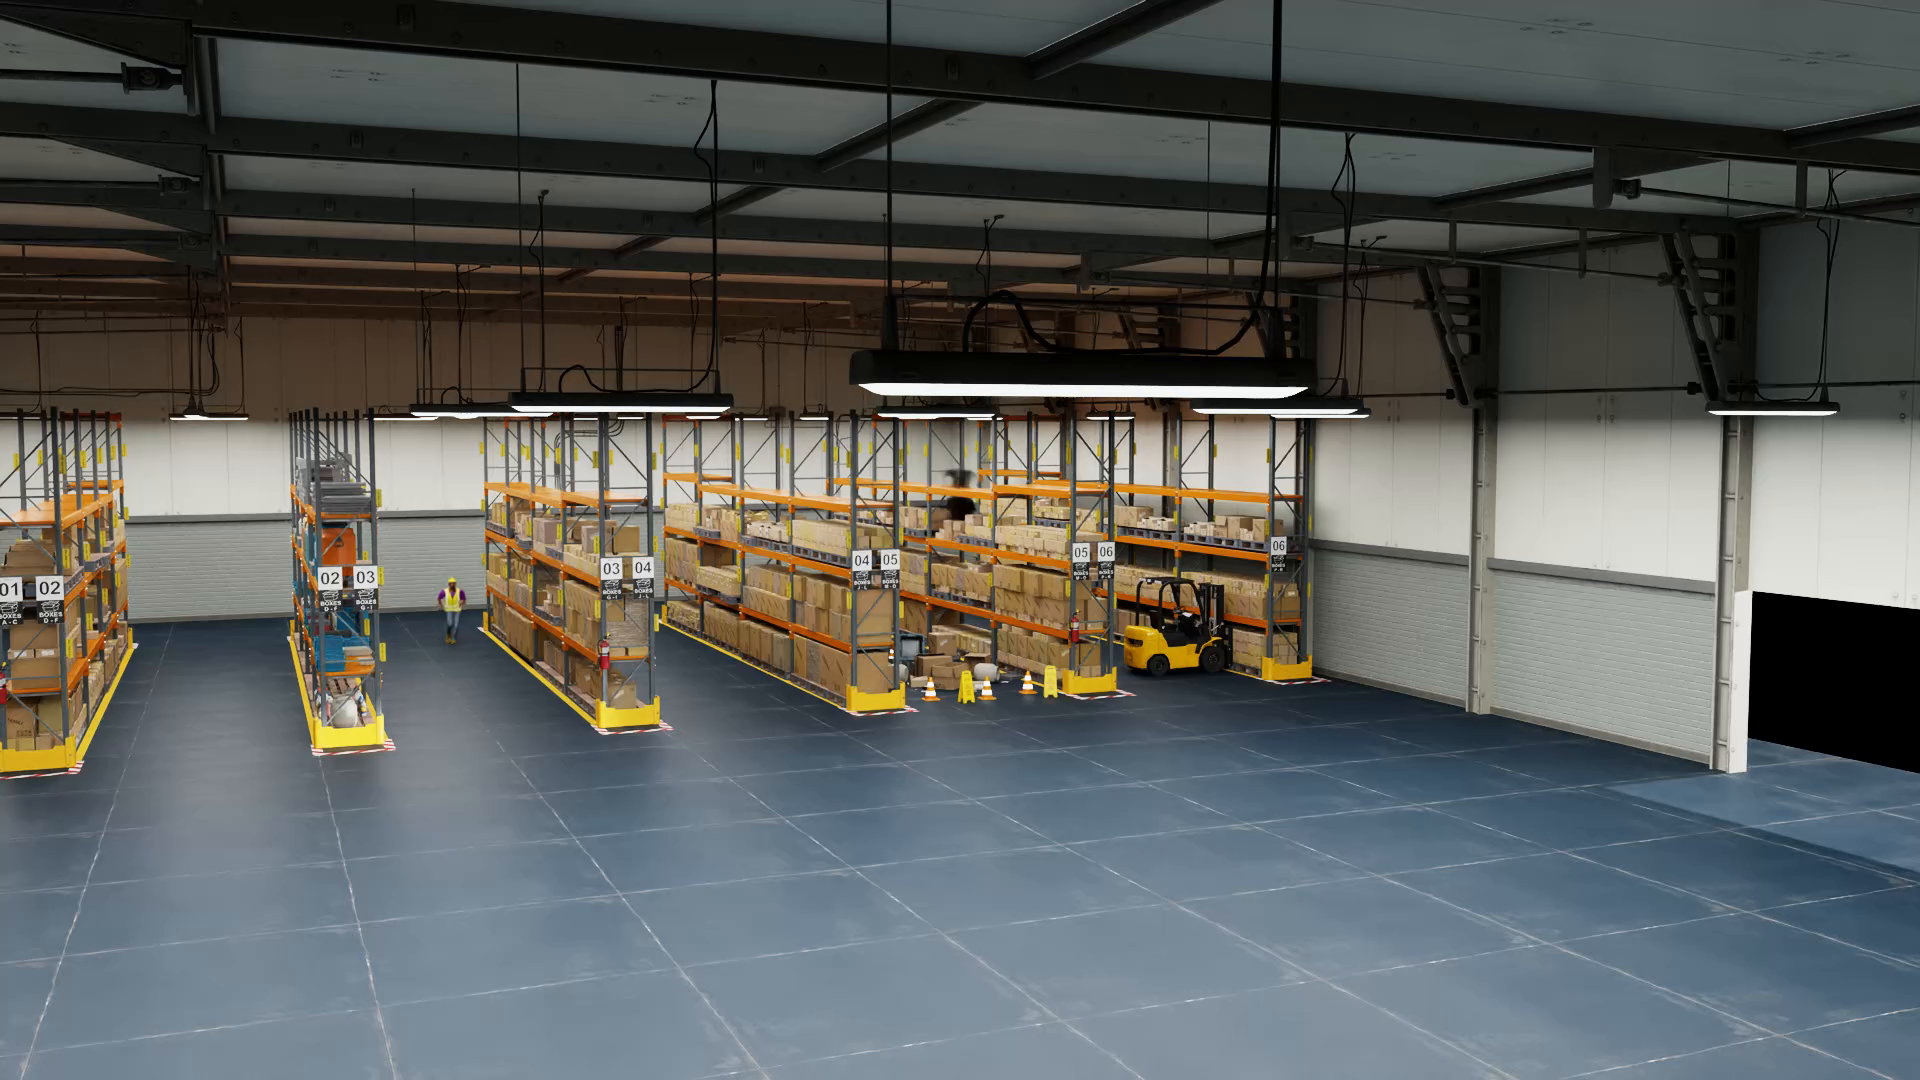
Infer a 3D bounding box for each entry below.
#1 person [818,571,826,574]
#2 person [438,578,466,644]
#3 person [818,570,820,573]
[{"bbox_3d":[-4.222,1.363,51.270,0.612,1.544,0.549,-3,5,-33],"label":"person"},{"bbox_3d":[-13.079,1.840,42.858,0.689,1.718,0.638,-2,4,-21],"label":"person"},{"bbox_3d":[-4.333,1.236,53.031,0.537,1.567,0.538,-3,5,-39],"label":"person"}]
